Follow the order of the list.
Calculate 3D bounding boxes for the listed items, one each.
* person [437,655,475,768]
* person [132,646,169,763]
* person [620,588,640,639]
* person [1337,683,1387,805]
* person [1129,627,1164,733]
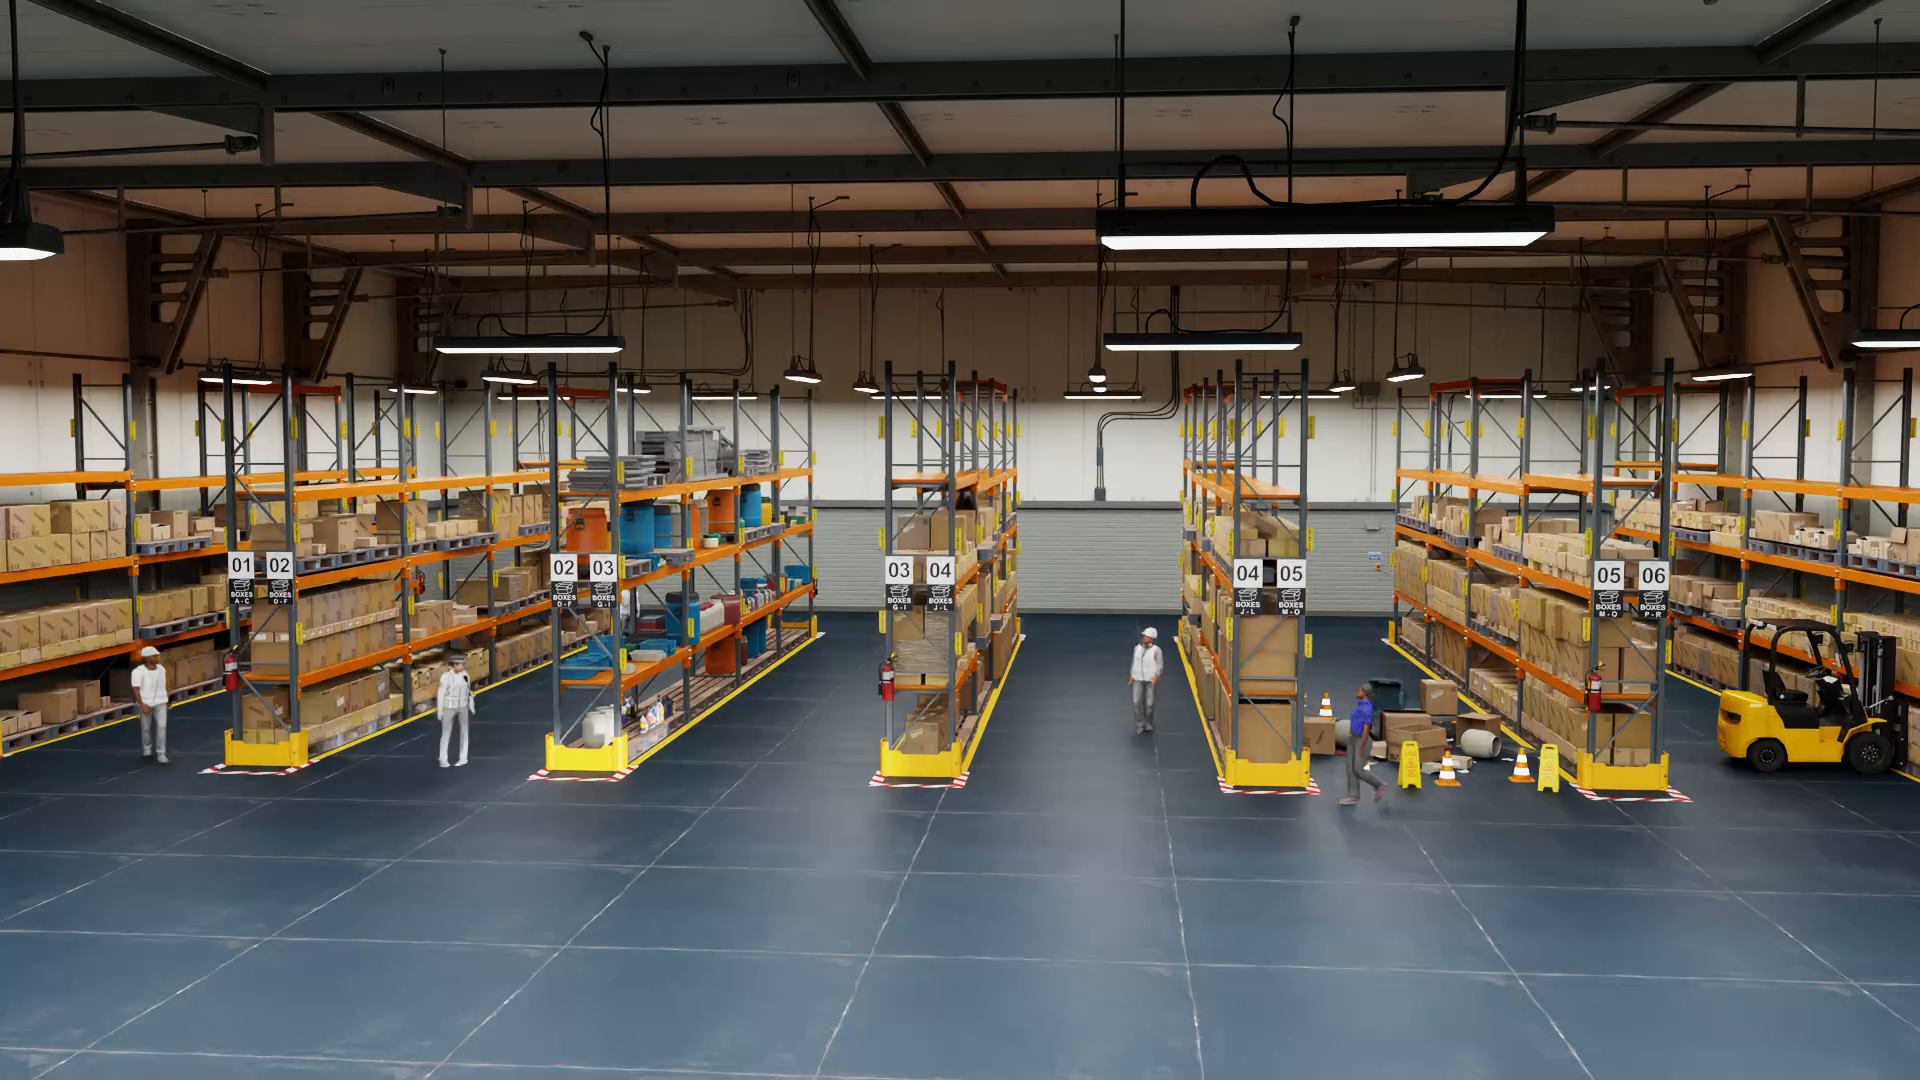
[{"bbox_3d":[-7.531,2.540,24.846,0.553,1.674,0.377,-3,5,-36],"label":"person"},{"bbox_3d":[-12.232,2.468,25.148,0.521,1.713,1.022,-2,4,-29],"label":"person"},{"bbox_3d":[-7.513,1.684,37.770,0.467,1.645,0.708,0,4,2],"label":"person"},{"bbox_3d":[5.371,2.718,22.152,0.590,1.631,0.446,-1,4,-19],"label":"person"},{"bbox_3d":[3.072,2.351,27.563,0.616,1.809,0.633,1,4,15],"label":"person"}]
